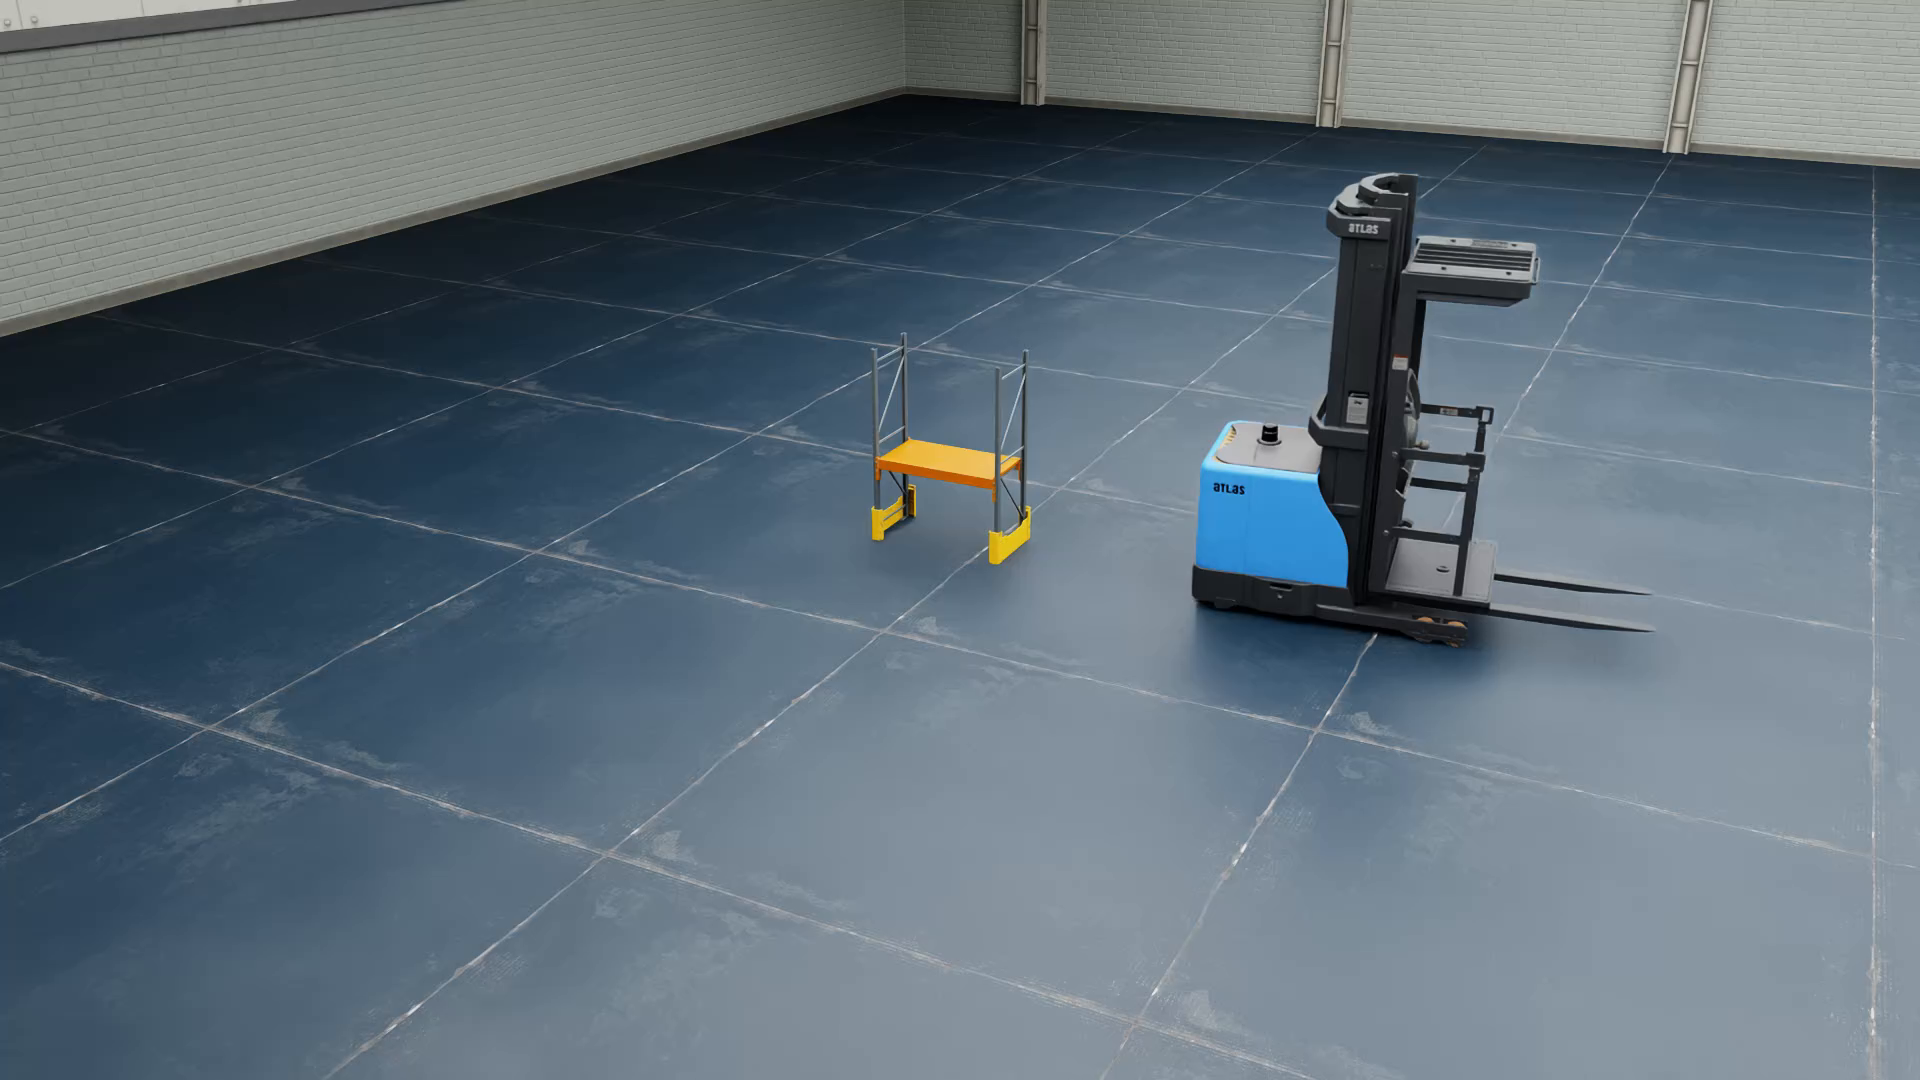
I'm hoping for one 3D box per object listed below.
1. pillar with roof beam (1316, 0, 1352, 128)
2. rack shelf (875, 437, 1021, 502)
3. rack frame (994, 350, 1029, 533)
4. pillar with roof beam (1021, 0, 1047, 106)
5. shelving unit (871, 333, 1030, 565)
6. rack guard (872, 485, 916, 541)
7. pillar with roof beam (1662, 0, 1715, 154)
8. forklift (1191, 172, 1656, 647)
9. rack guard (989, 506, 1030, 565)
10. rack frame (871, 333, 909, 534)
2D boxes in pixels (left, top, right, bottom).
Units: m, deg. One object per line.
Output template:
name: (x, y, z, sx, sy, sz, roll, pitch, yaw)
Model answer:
pillar with roof beam: (4.867, -10.292, 25.453, 0.400, 9.000, 9.100, 11, 25, 25)
rack shelf: (-0.076, -0.540, 12.562, 1.000, 0.185, 0.538, 11, 25, 25)
rack frame: (0.378, -0.615, 12.281, 0.032, 1.500, 0.500, 11, 25, 25)
pillar with roof beam: (-0.488, -11.352, 27.944, 0.400, 9.000, 9.100, 11, 25, 25)
shelving unit: (-0.068, -0.704, 12.488, 1.083, 1.500, 0.587, 11, 25, 25)
rack guard: (-0.512, -0.216, 12.940, 0.087, 0.250, 0.587, 11, 25, 25)
pillar with roof beam: (10.221, -9.233, 22.961, 0.400, 9.000, 9.100, 11, 25, 25)
forklift: (3.197, -0.872, 11.054, 3.031, 2.935, 1.130, 8, 24, 18)
rack guard: (0.376, -0.041, 12.526, 0.087, 0.250, 0.587, 11, 25, 25)
rack frame: (-0.530, -0.795, 12.703, 0.032, 1.500, 0.500, 11, 25, 25)
